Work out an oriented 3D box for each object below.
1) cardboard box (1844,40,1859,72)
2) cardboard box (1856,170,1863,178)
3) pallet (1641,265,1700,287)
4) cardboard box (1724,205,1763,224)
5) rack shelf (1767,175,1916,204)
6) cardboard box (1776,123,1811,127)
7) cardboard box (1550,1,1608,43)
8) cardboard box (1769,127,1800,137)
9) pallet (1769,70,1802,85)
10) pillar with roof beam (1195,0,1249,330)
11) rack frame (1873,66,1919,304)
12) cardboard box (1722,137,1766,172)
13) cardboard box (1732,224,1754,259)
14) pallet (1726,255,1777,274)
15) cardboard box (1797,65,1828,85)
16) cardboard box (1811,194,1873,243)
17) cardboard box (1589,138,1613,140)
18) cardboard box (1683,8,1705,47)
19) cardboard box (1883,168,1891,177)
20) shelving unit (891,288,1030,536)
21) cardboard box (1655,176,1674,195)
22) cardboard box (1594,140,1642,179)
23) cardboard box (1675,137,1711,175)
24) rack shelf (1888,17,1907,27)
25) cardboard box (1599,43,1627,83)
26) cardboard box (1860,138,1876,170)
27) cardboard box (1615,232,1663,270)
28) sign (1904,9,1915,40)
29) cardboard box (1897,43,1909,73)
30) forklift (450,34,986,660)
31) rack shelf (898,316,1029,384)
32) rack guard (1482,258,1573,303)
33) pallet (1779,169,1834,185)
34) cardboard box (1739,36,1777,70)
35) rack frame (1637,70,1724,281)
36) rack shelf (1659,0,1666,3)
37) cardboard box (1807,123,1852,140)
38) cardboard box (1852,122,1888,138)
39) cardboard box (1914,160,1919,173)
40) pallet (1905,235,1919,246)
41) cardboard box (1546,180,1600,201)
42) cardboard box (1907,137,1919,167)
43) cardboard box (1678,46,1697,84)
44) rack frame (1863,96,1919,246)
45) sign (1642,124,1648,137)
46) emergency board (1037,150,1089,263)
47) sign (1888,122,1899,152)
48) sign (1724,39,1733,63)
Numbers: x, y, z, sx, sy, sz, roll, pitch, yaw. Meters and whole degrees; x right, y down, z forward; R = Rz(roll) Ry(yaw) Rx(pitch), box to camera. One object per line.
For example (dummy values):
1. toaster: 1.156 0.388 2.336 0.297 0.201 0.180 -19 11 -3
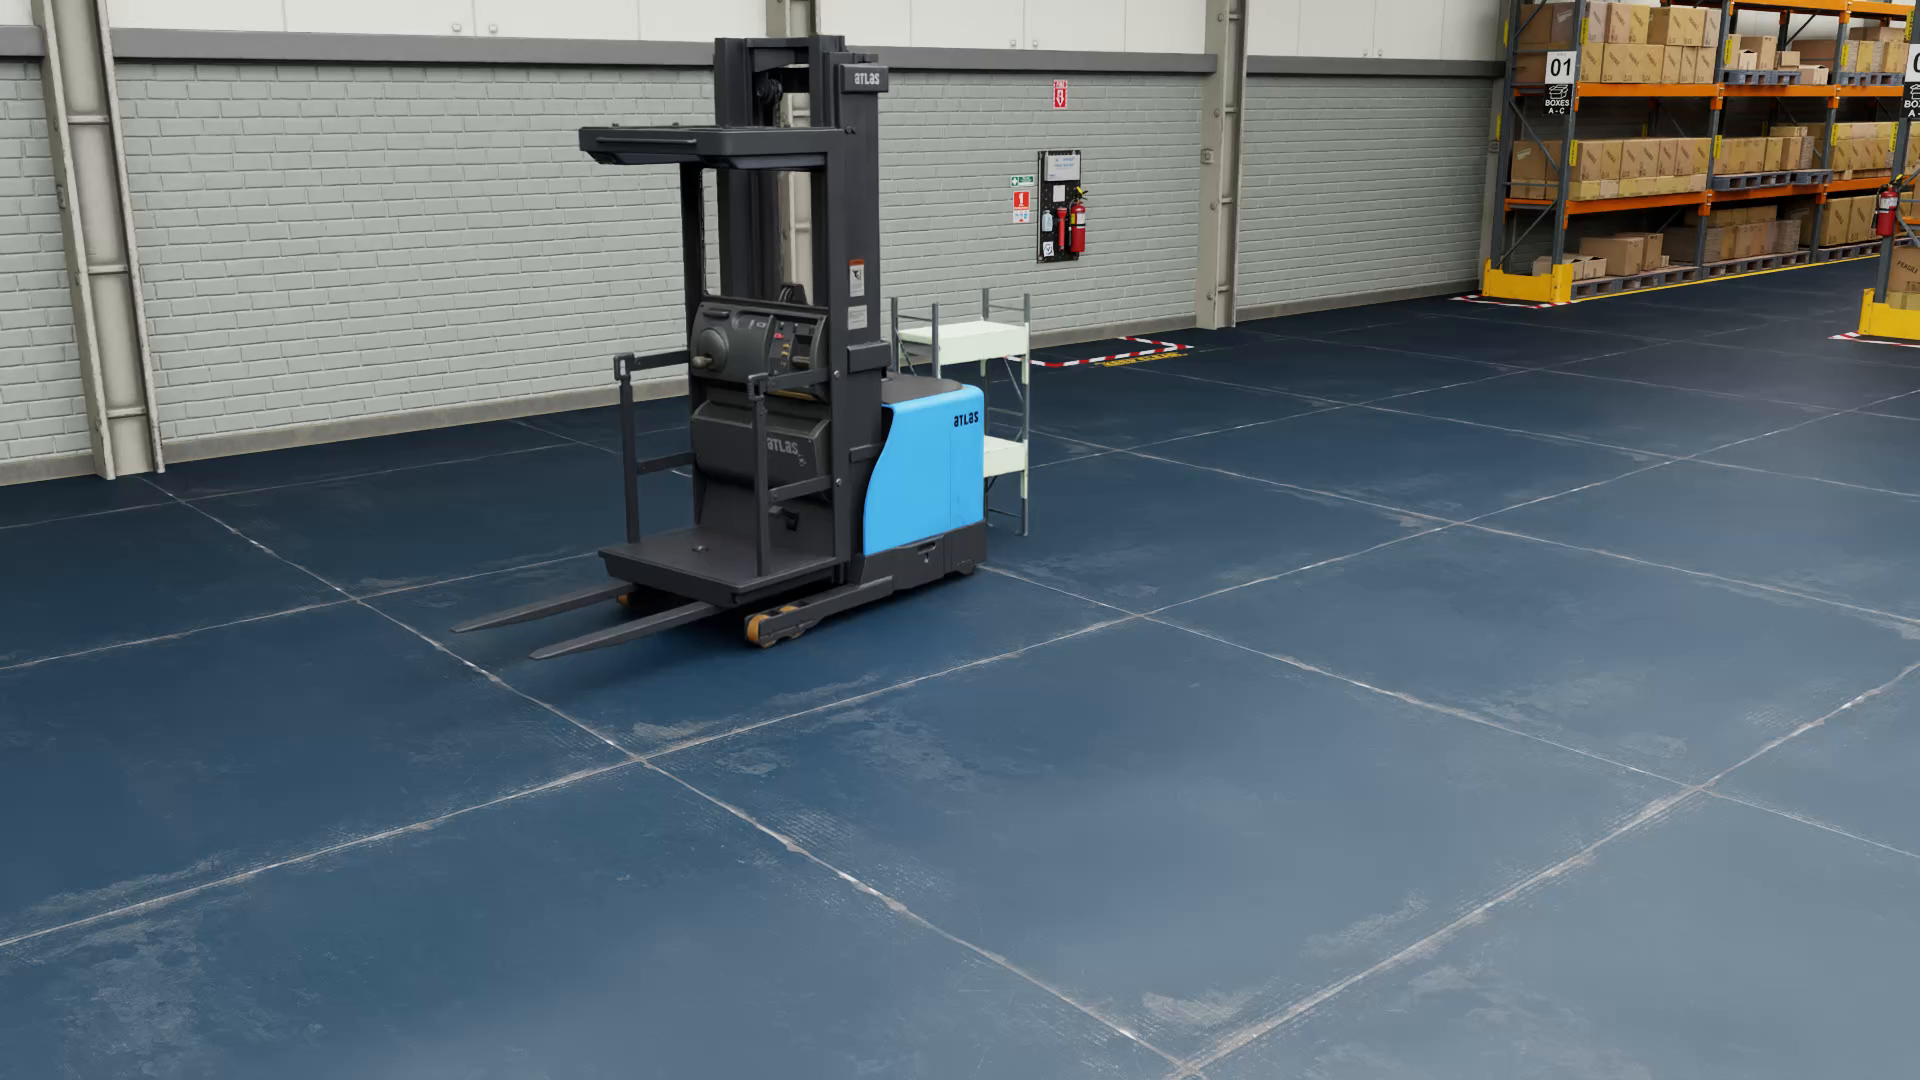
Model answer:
1. cardboard box: 14.314 -7.963 27.388 0.500 0.500 0.700 -14 20 -42
2. cardboard box: 14.973 -6.182 28.028 0.250 0.149 0.380 -12 19 -39
3. pallet: 10.119 -3.914 24.493 1.213 0.211 1.003 -13 19 -39
4. cardboard box: 12.256 -5.122 26.150 0.500 0.250 0.500 -13 20 -40
5. rack shelf: 15.129 -6.050 28.483 4.000 0.370 1.077 -13 19 -39
6. cardboard box: 13.792 -6.750 27.447 0.500 0.250 0.500 -12 19 -38
7. cardboard box: 8.035 -6.712 21.584 0.500 0.500 0.500 14 21 43
8. cardboard box: 13.147 -6.512 26.513 0.380 0.149 0.250 12 19 38
9. pallet: 11.919 -7.000 25.196 1.003 0.211 1.213 -13 19 -39
10. pillar with roof beam: 5.845 -6.035 15.405 0.400 9.000 9.100 -13 19 -39
11. rack frame: 10.840 -3.740 18.440 0.127 3.000 1.000 -13 19 -39
12. cardboard box: 11.912 -5.933 25.602 0.500 0.500 0.700 -10 18 -32
13. cardboard box: 11.915 -4.690 25.988 0.500 0.500 0.700 -12 19 -39
14. pallet: 12.110 -4.374 26.217 1.213 0.211 1.003 -13 19 -39
15. cardboard box: 13.254 -7.300 26.090 0.500 0.311 0.500 -13 19 -39
16. cardboard box: 14.926 -5.470 28.266 0.750 0.750 0.750 -13 20 -40
17. cardboard box: 8.955 -5.382 23.384 0.500 0.500 0.500 -12 19 -39
18. cardboard box: 9.994 -7.139 23.180 0.500 0.500 0.500 -11 19 -36
19. cardboard box: 15.780 -6.346 28.642 0.250 0.149 0.380 -13 19 -39
20. shelving unit: 0.008 -0.729 10.072 0.755 1.500 0.431 -13 20 -40
21. cardboard box: 9.694 -5.009 23.440 0.500 0.250 0.500 -13 20 -40
22. cardboard box: 8.916 -5.194 22.681 0.500 0.500 0.500 -13 20 -41
23. cardboard box: 10.449 -5.541 23.979 0.500 0.500 0.500 -13 20 -39
24. rack shelf: 18.147 -9.433 30.297 4.000 0.370 1.077 -13 19 -39
25. cardboard box: 8.430 -6.303 21.990 0.500 0.500 0.500 -11 19 -36
26. cardboard box: 14.931 -6.464 27.828 0.500 0.500 0.500 -13 20 -40
27. cardboard box: 9.846 -4.203 24.163 0.500 0.500 0.500 14 21 43
28. sign: 10.494 -5.687 18.353 0.005 0.325 0.100 -13 19 -39
29. cardboard box: 15.902 -8.319 28.723 0.500 0.500 0.700 -14 20 -42
30. forklift: -1.178 -1.027 8.414 1.130 2.935 3.031 12 19 38
31. rack shelf: 0.008 -1.106 9.971 0.720 0.370 0.431 -13 20 -40
32. rack guard: 7.643 -3.509 22.419 0.348 0.500 1.175 -13 19 -39
33. pallet: 13.153 -5.825 26.617 1.003 0.211 1.213 -13 19 -39
34. cardboard box: 11.998 -7.368 25.201 0.500 0.500 0.500 -14 20 -41
35. rack frame: 10.603 -5.382 24.585 0.127 3.000 1.000 -13 19 -39
36. rack shelf: 9.094 -7.592 22.635 4.000 0.370 1.077 -13 19 -39
37. cardboard box: 14.154 -6.655 27.089 0.500 0.250 0.500 -12 19 -38
38. cardboard box: 15.293 -6.914 28.061 0.500 0.250 0.500 -13 20 -40
39. cardboard box: 11.003 -4.204 18.724 0.250 0.149 0.380 -13 20 -40
40. pallet: 17.263 -5.503 30.443 1.213 0.211 1.003 -13 19 -39
41. cardboard box: 8.162 -4.662 22.143 0.500 0.250 0.500 -13 20 -41
42. cardboard box: 16.455 -6.811 29.128 0.500 0.500 0.500 -13 20 -40
43. cardboard box: 9.994 -6.672 23.370 0.500 0.500 0.500 14 20 42
44. rack frame: 16.638 -6.737 29.658 0.127 3.000 1.000 -13 19 -39
45. sign: 10.236 -6.048 24.837 0.005 0.325 0.100 -13 19 -39
46. emergency board: 1.130 -3.563 17.778 0.643 1.169 0.194 -13 19 -39
47. sign: 10.494 -4.522 18.664 0.005 0.325 0.100 -13 19 -39
48. sign: 10.965 -6.976 23.740 0.005 0.325 0.100 -13 19 -39
